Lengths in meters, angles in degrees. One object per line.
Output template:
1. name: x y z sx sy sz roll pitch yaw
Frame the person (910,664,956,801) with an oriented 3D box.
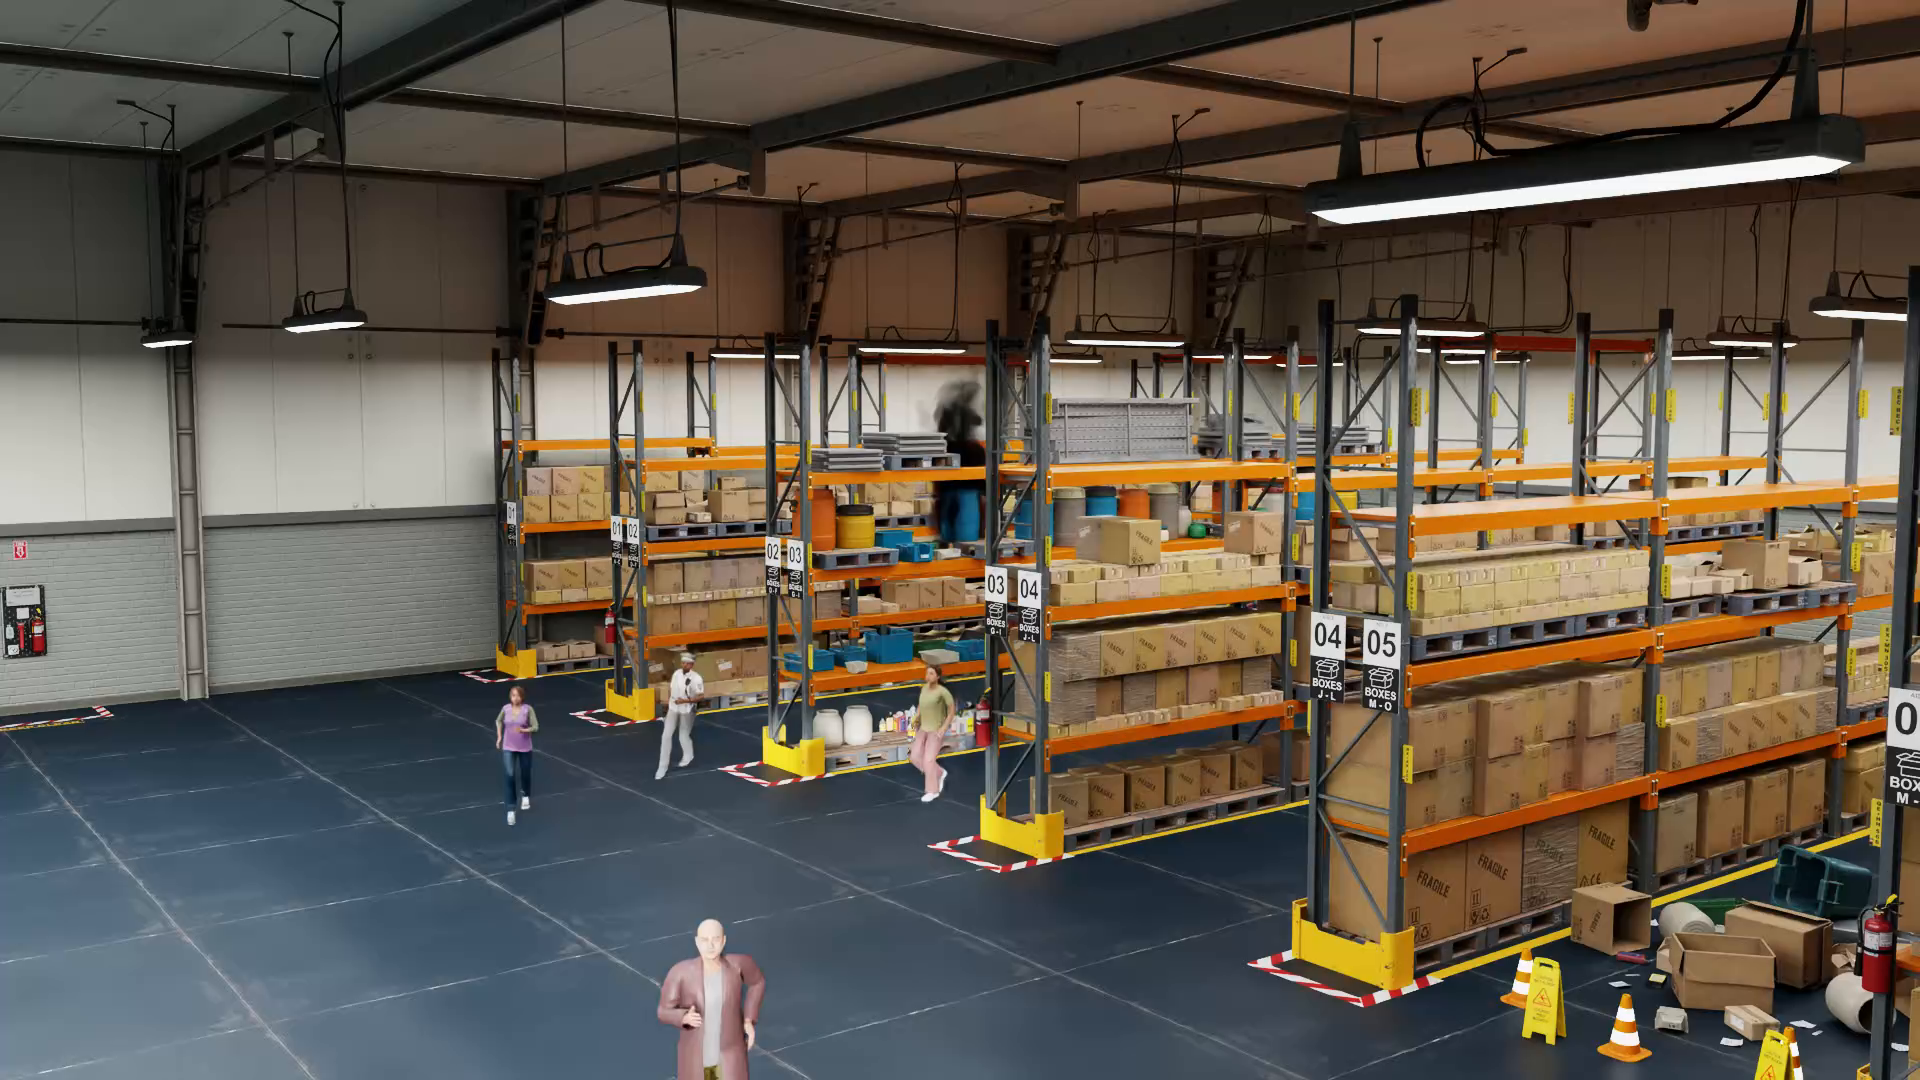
1. person: -0.344 2.309 20.016 0.498 1.647 0.611 -5 7 -44

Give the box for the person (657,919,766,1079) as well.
1. person: -1.586 3.331 10.659 0.685 1.831 0.831 -1 5 -6

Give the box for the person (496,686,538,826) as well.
1. person: -5.385 2.576 20.239 0.518 1.627 0.785 -1 5 -11

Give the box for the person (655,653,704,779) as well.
1. person: -3.752 2.345 22.608 0.614 1.677 0.887 1 5 15
